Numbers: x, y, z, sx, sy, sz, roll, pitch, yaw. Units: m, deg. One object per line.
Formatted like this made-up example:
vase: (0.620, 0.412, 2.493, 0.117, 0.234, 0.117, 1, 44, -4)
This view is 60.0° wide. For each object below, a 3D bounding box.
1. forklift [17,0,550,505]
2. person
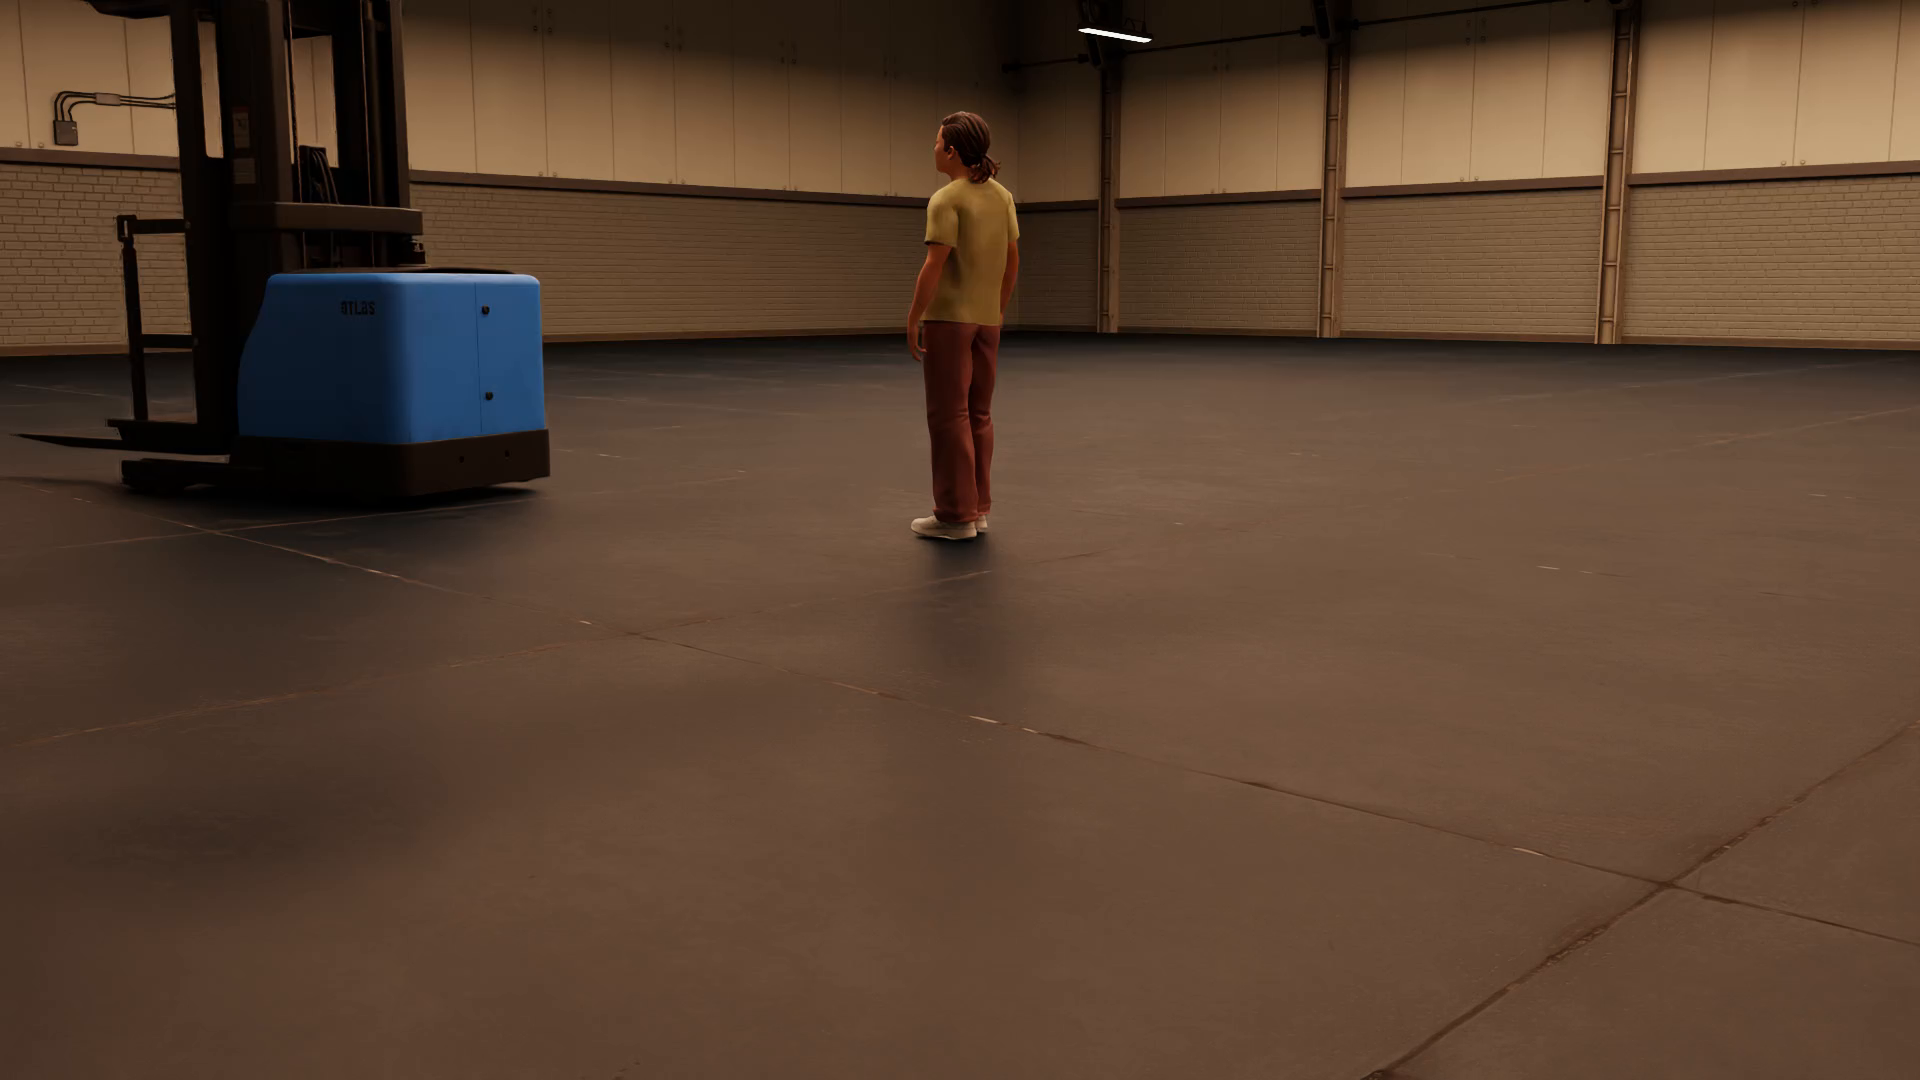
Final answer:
forklift: (-3.614, -1.740, 8.431, 3.031, 2.935, 1.130, 4, 10, 27)
person: (-0.045, -0.845, 6.650, 0.549, 1.675, 0.553, 8, 12, 43)
